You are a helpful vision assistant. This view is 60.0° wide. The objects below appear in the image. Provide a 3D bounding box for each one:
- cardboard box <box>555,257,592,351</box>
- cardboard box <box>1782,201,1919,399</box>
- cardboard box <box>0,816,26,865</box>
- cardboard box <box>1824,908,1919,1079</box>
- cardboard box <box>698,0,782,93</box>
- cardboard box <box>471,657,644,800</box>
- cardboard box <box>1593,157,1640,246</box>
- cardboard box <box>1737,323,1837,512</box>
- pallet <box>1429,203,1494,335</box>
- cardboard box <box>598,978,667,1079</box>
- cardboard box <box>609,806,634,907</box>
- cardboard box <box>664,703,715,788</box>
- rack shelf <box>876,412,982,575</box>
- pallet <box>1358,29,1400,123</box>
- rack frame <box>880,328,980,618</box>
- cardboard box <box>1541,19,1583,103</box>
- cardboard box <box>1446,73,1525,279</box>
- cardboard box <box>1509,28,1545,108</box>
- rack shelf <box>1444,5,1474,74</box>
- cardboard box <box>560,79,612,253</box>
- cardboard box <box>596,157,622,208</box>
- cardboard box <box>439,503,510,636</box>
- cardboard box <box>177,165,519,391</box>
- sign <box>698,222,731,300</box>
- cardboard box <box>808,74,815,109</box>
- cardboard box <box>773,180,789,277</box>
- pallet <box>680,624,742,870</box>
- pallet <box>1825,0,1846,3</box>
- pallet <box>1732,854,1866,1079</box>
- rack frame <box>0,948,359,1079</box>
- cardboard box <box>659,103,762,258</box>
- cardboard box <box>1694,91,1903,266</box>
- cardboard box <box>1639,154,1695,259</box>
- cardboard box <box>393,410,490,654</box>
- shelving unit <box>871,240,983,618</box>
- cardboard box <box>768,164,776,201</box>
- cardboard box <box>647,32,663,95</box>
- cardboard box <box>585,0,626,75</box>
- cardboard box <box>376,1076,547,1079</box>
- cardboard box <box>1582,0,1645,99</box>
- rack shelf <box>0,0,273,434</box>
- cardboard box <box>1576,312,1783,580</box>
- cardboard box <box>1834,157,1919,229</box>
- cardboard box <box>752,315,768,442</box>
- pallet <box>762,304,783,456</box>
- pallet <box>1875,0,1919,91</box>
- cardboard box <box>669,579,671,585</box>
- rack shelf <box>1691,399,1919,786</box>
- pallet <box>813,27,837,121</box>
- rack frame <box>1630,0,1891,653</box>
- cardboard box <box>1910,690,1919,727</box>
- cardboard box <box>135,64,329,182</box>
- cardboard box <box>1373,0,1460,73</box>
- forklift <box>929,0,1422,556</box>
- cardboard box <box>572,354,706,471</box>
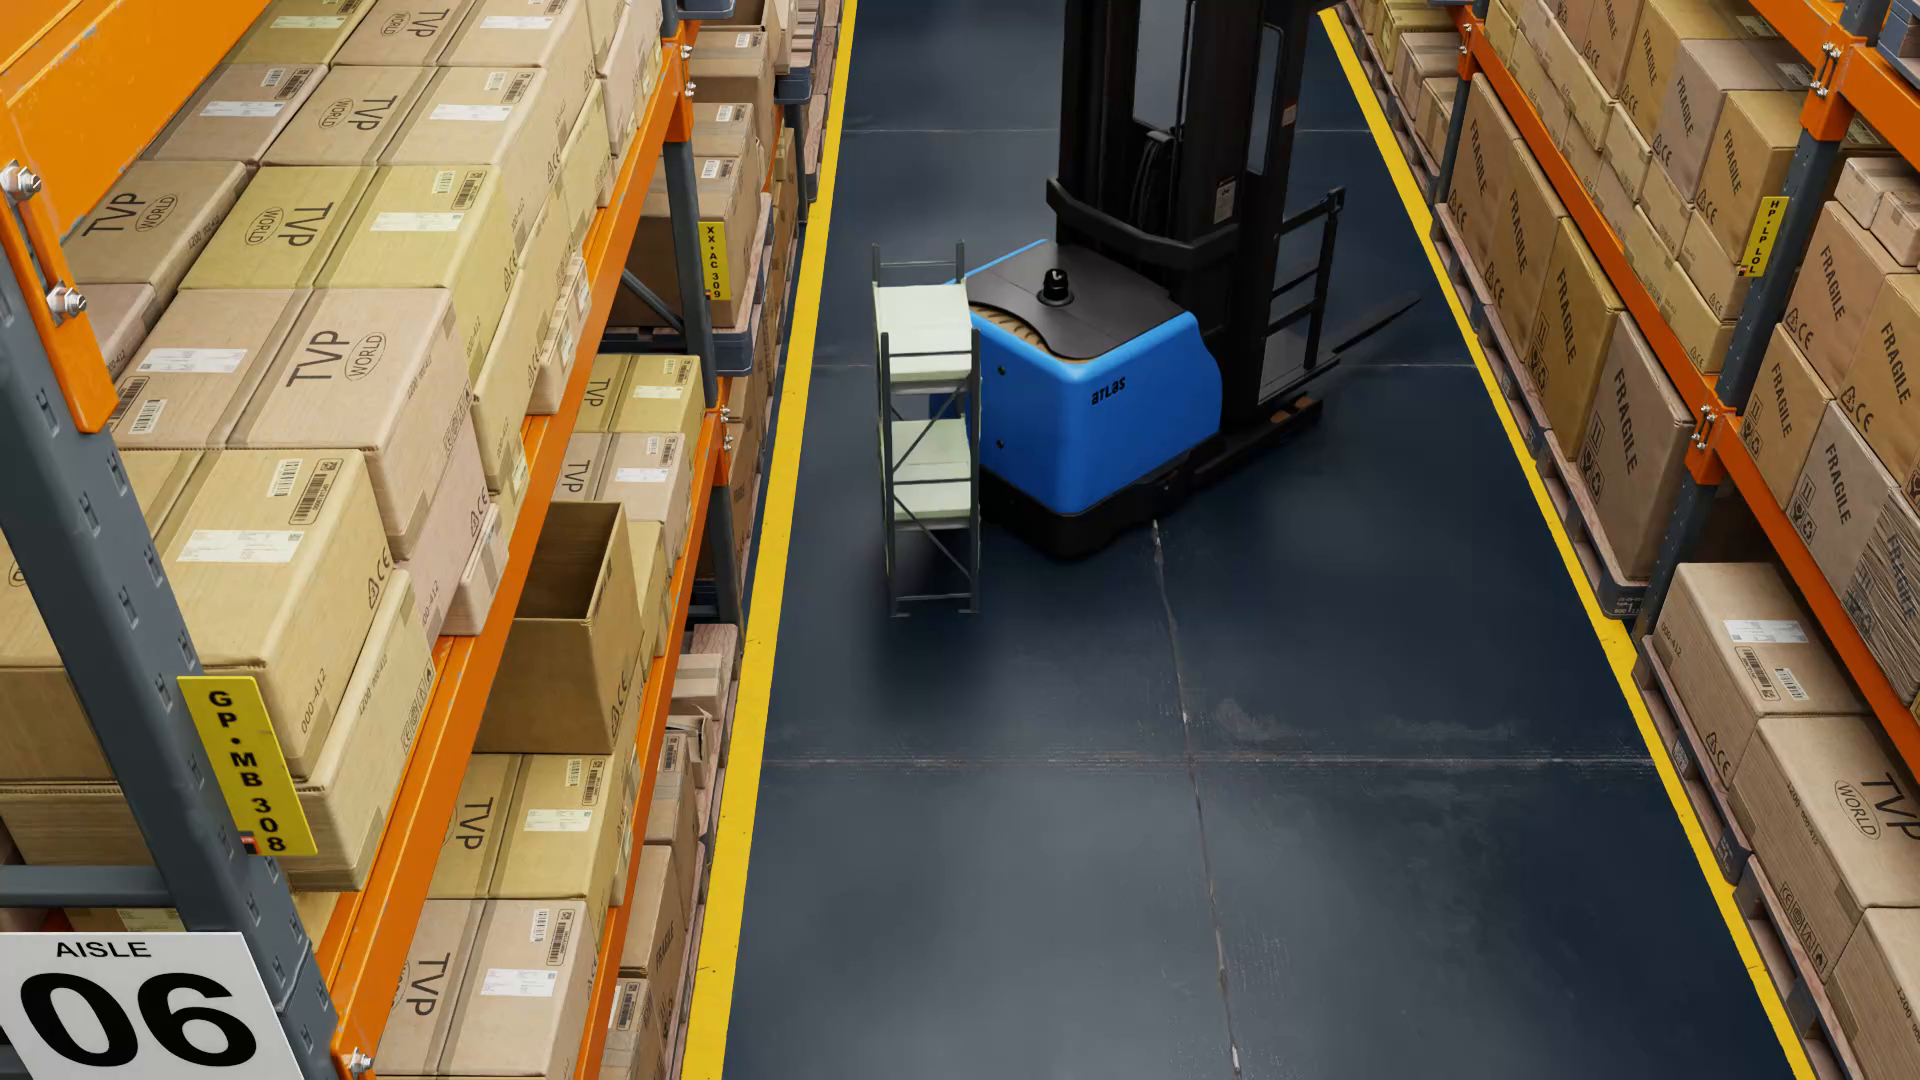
[{"bbox_3d":[-1.133,-0.580,4.122,0.380,0.149,0.250,1,39,1],"label":"cardboard box"},{"bbox_3d":[3.262,-0.832,5.755,0.500,0.500,0.500,0,39,0],"label":"cardboard box"},{"bbox_3d":[-1.728,0.301,2.705,0.500,0.250,0.500,-1,39,-1],"label":"cardboard box"},{"bbox_3d":[3.398,1.652,5.248,0.875,0.438,0.875,1,39,1],"label":"cardboard box"},{"bbox_3d":[-1.278,-2.379,8.148,0.797,0.503,0.637,-1,39,-1],"label":"cardboard box"},{"bbox_3d":[-1.213,0.513,4.838,0.500,0.250,0.500,-1,39,-1],"label":"cardboard box"},{"bbox_3d":[3.270,-1.556,7.659,0.500,0.250,0.500,-1,39,-1],"label":"cardboard box"},{"bbox_3d":[3.242,-0.446,6.073,0.500,0.500,0.500,1,39,1],"label":"cardboard box"},{"bbox_3d":[3.425,-1.621,9.849,1.003,0.211,1.213,0,39,0],"label":"pallet"},{"bbox_3d":[-1.323,1.701,5.137,0.700,0.500,0.500,1,39,2],"label":"cardboard box"},{"bbox_3d":[-1.133,0.894,4.683,0.380,0.149,0.250,-1,39,-1],"label":"cardboard box"},{"bbox_3d":[-1.165,0.780,6.474,0.396,0.266,0.258,1,39,2],"label":"cardboard box"},{"bbox_3d":[-0.150,-0.221,7.593,0.431,0.370,0.720,-3,39,-4],"label":"rack shelf"},{"bbox_3d":[3.501,-3.363,12.024,1.003,0.211,1.213,0,39,0],"label":"pallet"},{"bbox_3d":[-0.119,-0.247,7.104,0.400,1.500,0.023,-3,39,-4],"label":"rack frame"},{"bbox_3d":[3.241,-2.386,8.295,0.500,0.250,0.500,0,39,0],"label":"cardboard box"},{"bbox_3d":[3.417,-2.105,9.586,0.875,0.875,0.875,0,39,0],"label":"cardboard box"},{"bbox_3d":[3.266,-2.516,8.856,0.500,0.250,0.500,-1,39,-1],"label":"cardboard box"},{"bbox_3d":[3.497,-4.172,11.378,1.077,0.370,4.000,0,39,0],"label":"rack shelf"},{"bbox_3d":[-1.209,-0.976,4.298,0.500,0.250,0.500,1,39,1],"label":"cardboard box"},{"bbox_3d":[-1.180,-1.068,4.731,0.380,0.149,0.250,0,39,0],"label":"cardboard box"},{"bbox_3d":[-1.130,0.055,3.331,0.380,0.149,0.250,1,39,1],"label":"cardboard box"},{"bbox_3d":[-1.201,-0.526,3.337,0.500,0.250,0.500,-1,39,-1],"label":"cardboard box"},{"bbox_3d":[-0.917,-1.037,6.199,0.100,0.325,0.005,0,39,0],"label":"sign"},{"bbox_3d":[-1.460,-3.232,11.193,0.875,0.625,0.625,1,39,1],"label":"cardboard box"},{"bbox_3d":[-1.259,-1.807,9.515,0.500,0.500,0.500,-1,39,-1],"label":"cardboard box"},{"bbox_3d":[-1.460,0.823,6.800,1.003,0.211,1.213,0,39,0],"label":"pallet"},{"bbox_3d":[3.453,-2.370,6.308,0.805,0.209,1.217,-1,39,-2],"label":"pallet"},{"bbox_3d":[3.431,1.628,5.795,1.003,0.211,1.213,0,39,0],"label":"pallet"},{"bbox_3d":[-1.455,1.807,3.342,1.000,3.000,0.127,0,39,0],"label":"rack frame"},{"bbox_3d":[-1.237,-1.524,7.083,0.700,0.500,0.500,0,39,0],"label":"cardboard box"},{"bbox_3d":[3.252,-1.409,6.475,0.500,0.500,0.500,1,39,1],"label":"cardboard box"},{"bbox_3d":[3.252,-1.425,7.095,0.500,0.250,0.500,1,39,1],"label":"cardboard box"},{"bbox_3d":[-1.204,-0.017,3.101,0.500,0.250,0.500,1,39,1],"label":"cardboard box"},{"bbox_3d":[-0.150,-0.475,7.389,0.431,1.500,0.755,-3,39,-4],"label":"shelving unit"},{"bbox_3d":[-1.223,-1.993,9.229,0.380,0.149,0.250,-1,39,-2],"label":"cardboard box"},{"bbox_3d":[-1.164,-1.542,5.324,0.380,0.149,0.250,0,39,0],"label":"cardboard box"},{"bbox_3d":[-1.209,-1.485,4.533,0.500,0.250,0.500,-1,39,-1],"label":"cardboard box"},{"bbox_3d":[-1.186,1.465,3.650,0.500,0.250,0.500,0,39,0],"label":"cardboard box"},{"bbox_3d":[3.248,-2.373,7.679,0.500,0.500,0.500,1,39,1],"label":"cardboard box"},{"bbox_3d":[-1.458,-1.503,3.253,1.077,0.370,4.000,0,39,0],"label":"rack shelf"},{"bbox_3d":[3.423,-0.423,7.488,0.875,0.875,0.875,1,39,1],"label":"cardboard box"},{"bbox_3d":[3.245,-1.185,5.677,0.380,0.149,0.250,-1,39,-1],"label":"cardboard box"},{"bbox_3d":[-1.242,-0.831,8.296,0.500,0.500,0.500,-1,39,-1],"label":"cardboard box"},{"bbox_3d":[-1.503,-0.880,8.925,1.003,0.211,1.213,0,39,0],"label":"pallet"},{"bbox_3d":[3.494,-1.325,4.922,1.003,0.211,1.213,0,39,0],"label":"pallet"},{"bbox_3d":[-1.187,0.092,5.683,0.380,0.149,0.250,1,39,1],"label":"cardboard box"},{"bbox_3d":[3.506,0.831,5.135,1.077,0.370,4.000,0,39,0],"label":"rack shelf"},{"bbox_3d":[-1.425,-3.384,12.049,1.003,0.211,1.213,0,39,0],"label":"pallet"},{"bbox_3d":[3.504,-0.700,6.471,1.000,3.000,0.127,0,39,0],"label":"rack frame"},{"bbox_3d":[3.234,0.502,4.890,0.500,0.500,0.500,1,39,1],"label":"cardboard box"},{"bbox_3d":[-1.719,-0.854,3.747,0.500,0.250,0.500,0,39,0],"label":"cardboard box"},{"bbox_3d":[3.504,-3.629,11.891,0.950,0.372,0.625,1,39,1],"label":"cardboard box"},{"bbox_3d":[1.261,-1.864,7.977,3.031,2.935,1.130,-30,47,-32],"label":"forklift"},{"bbox_3d":[-1.215,-0.434,6.020,0.500,0.250,0.500,1,39,1],"label":"cardboard box"}]
